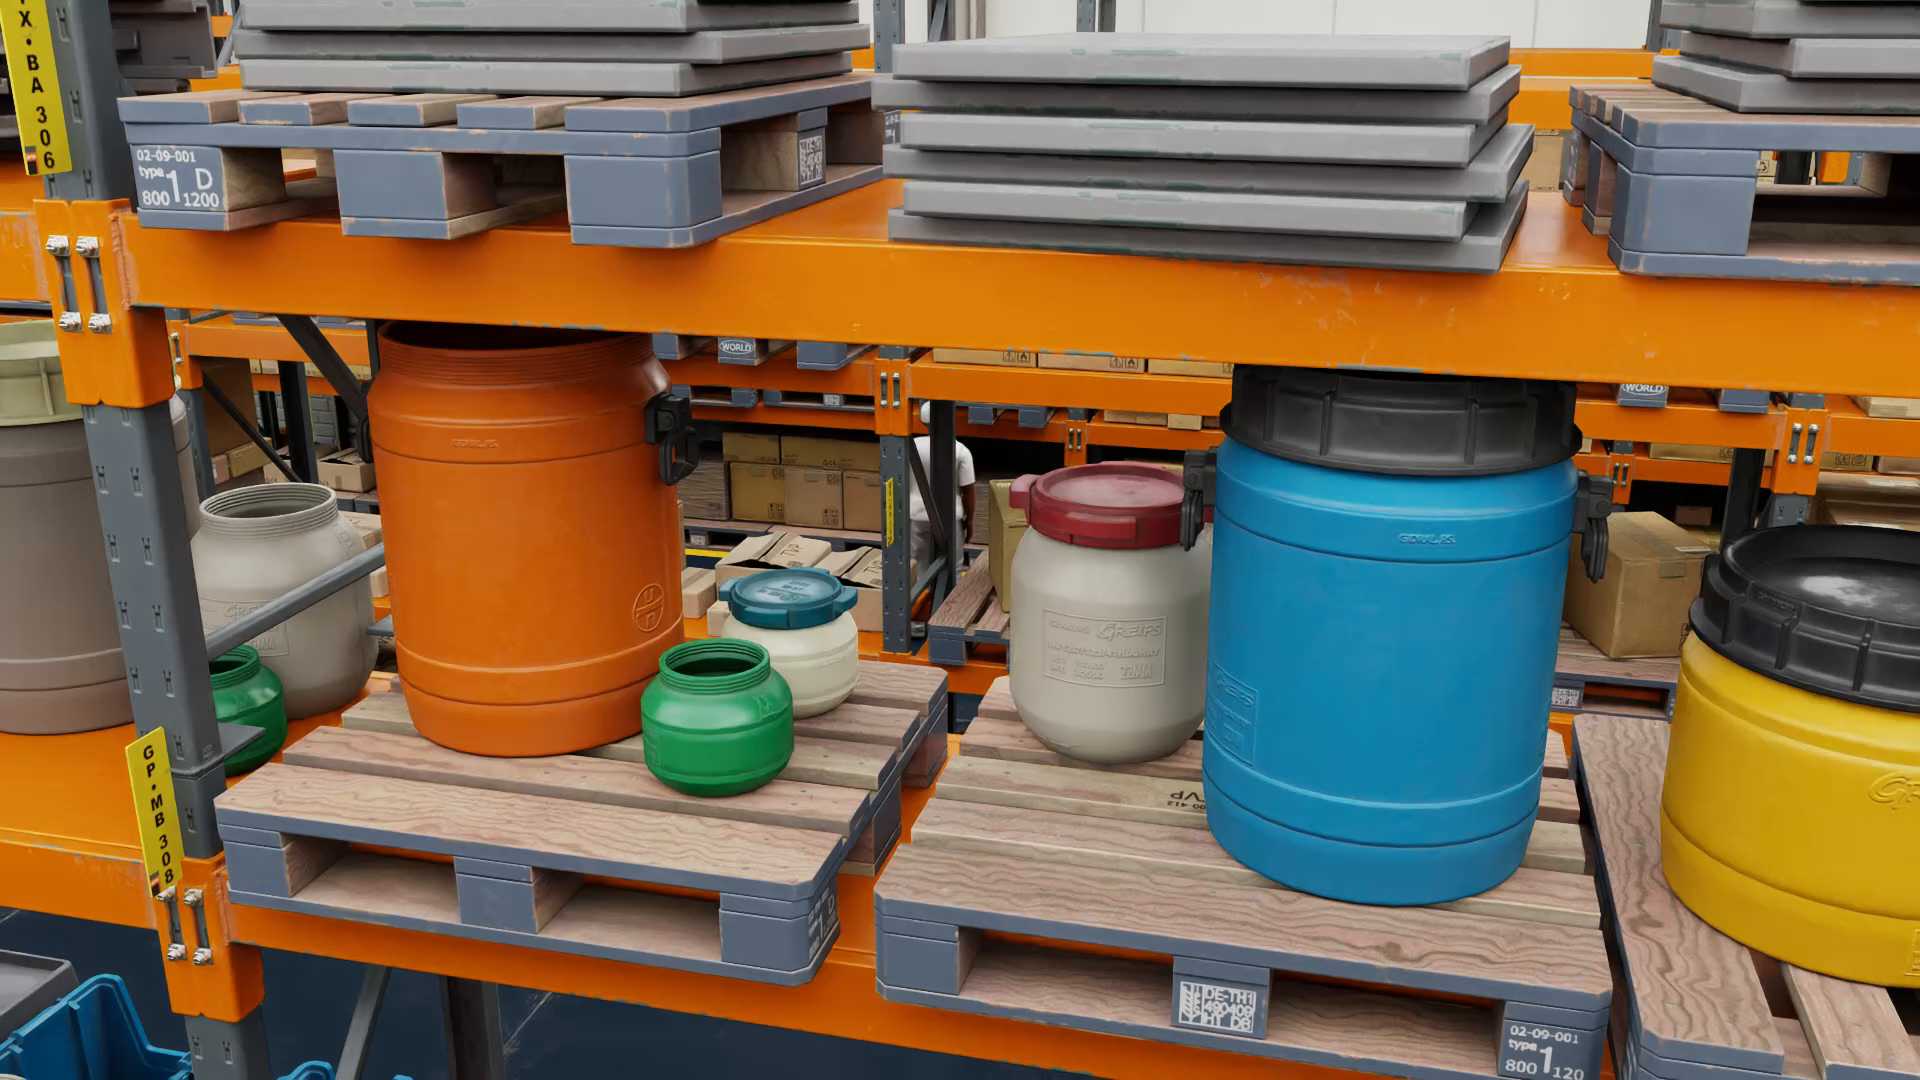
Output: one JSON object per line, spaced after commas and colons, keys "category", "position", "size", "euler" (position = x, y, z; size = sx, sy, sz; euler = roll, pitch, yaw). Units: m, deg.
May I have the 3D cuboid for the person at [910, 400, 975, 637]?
{"category": "person", "position": [-0.165, -0.159, 11.937], "size": [0.568, 1.773, 0.343], "euler": [3, 18, 9]}
